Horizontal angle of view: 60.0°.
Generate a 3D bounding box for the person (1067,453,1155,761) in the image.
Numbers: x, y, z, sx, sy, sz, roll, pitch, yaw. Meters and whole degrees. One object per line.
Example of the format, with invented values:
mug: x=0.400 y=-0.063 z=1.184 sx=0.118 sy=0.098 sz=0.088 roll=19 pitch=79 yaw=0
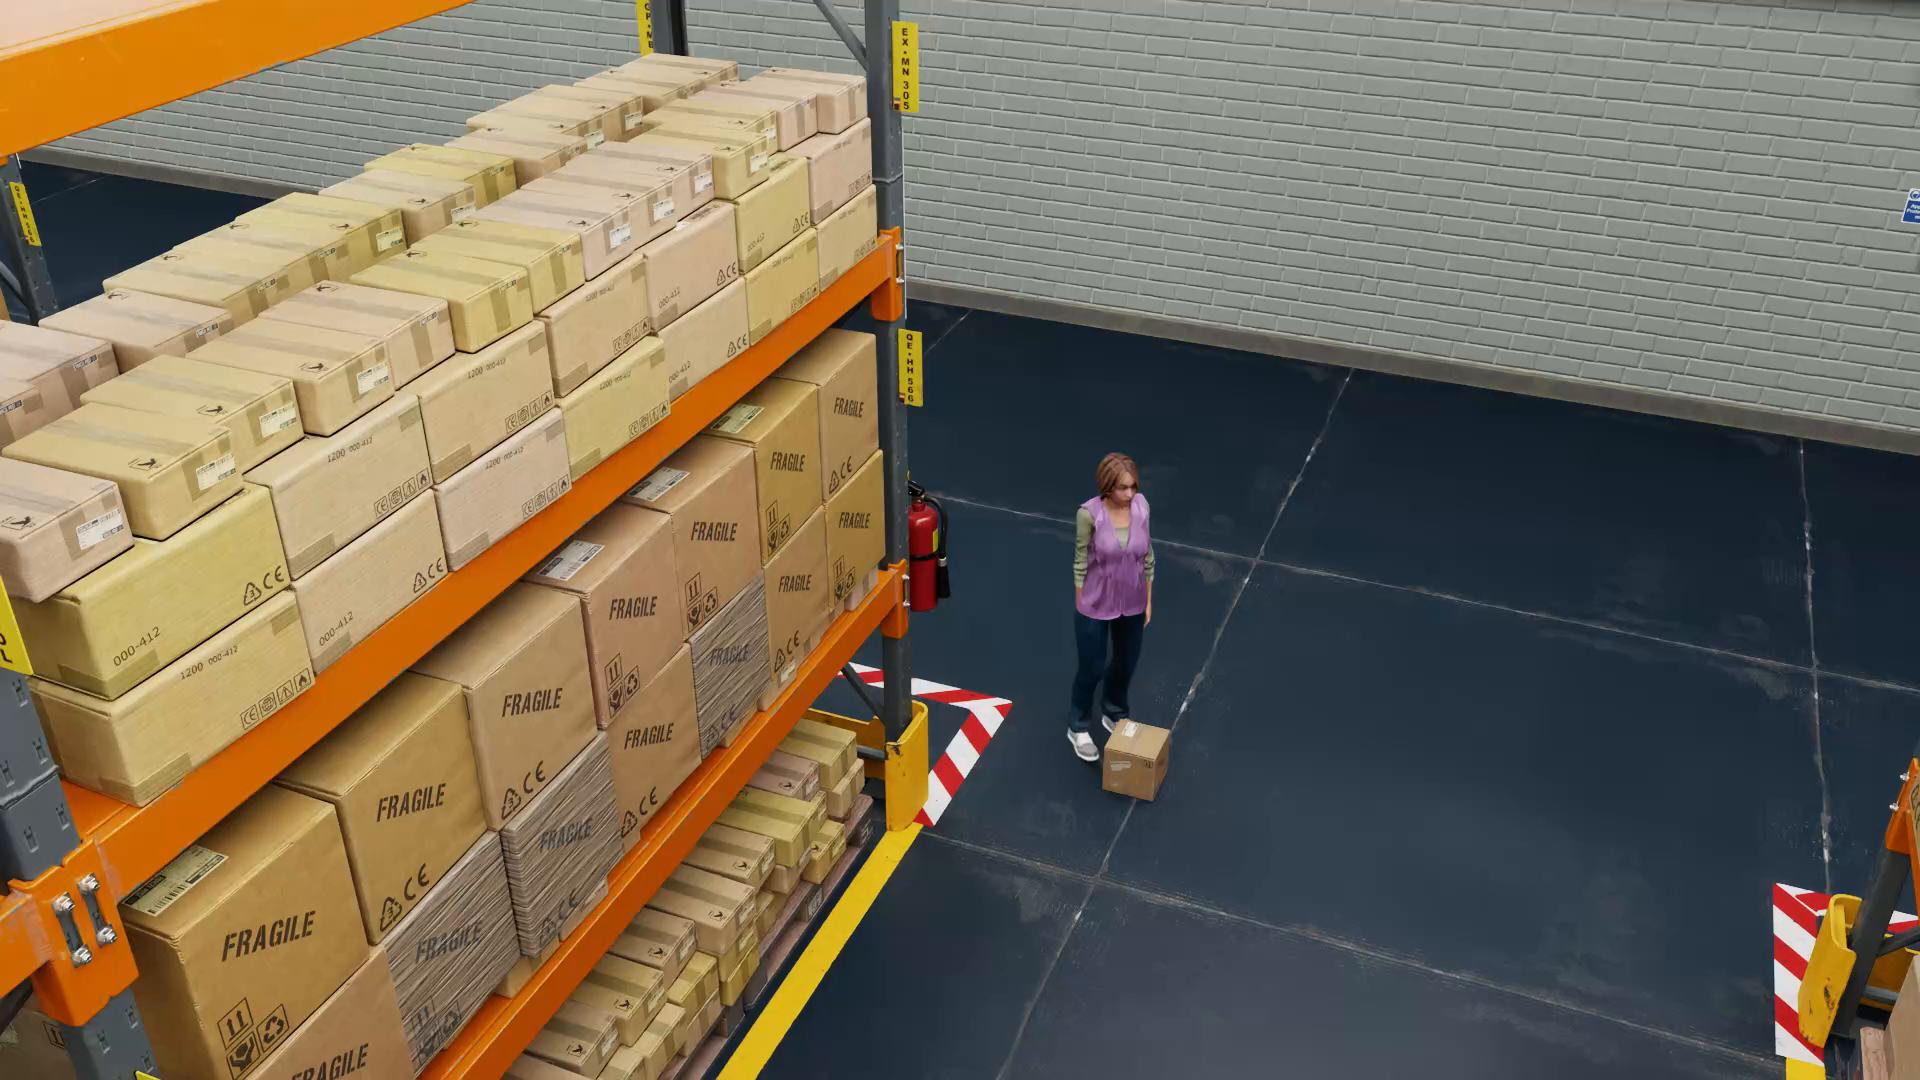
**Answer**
person: x=0.725 y=0.319 z=7.865 sx=0.406 sy=1.613 sz=0.302 roll=-10 pitch=32 yaw=-17
